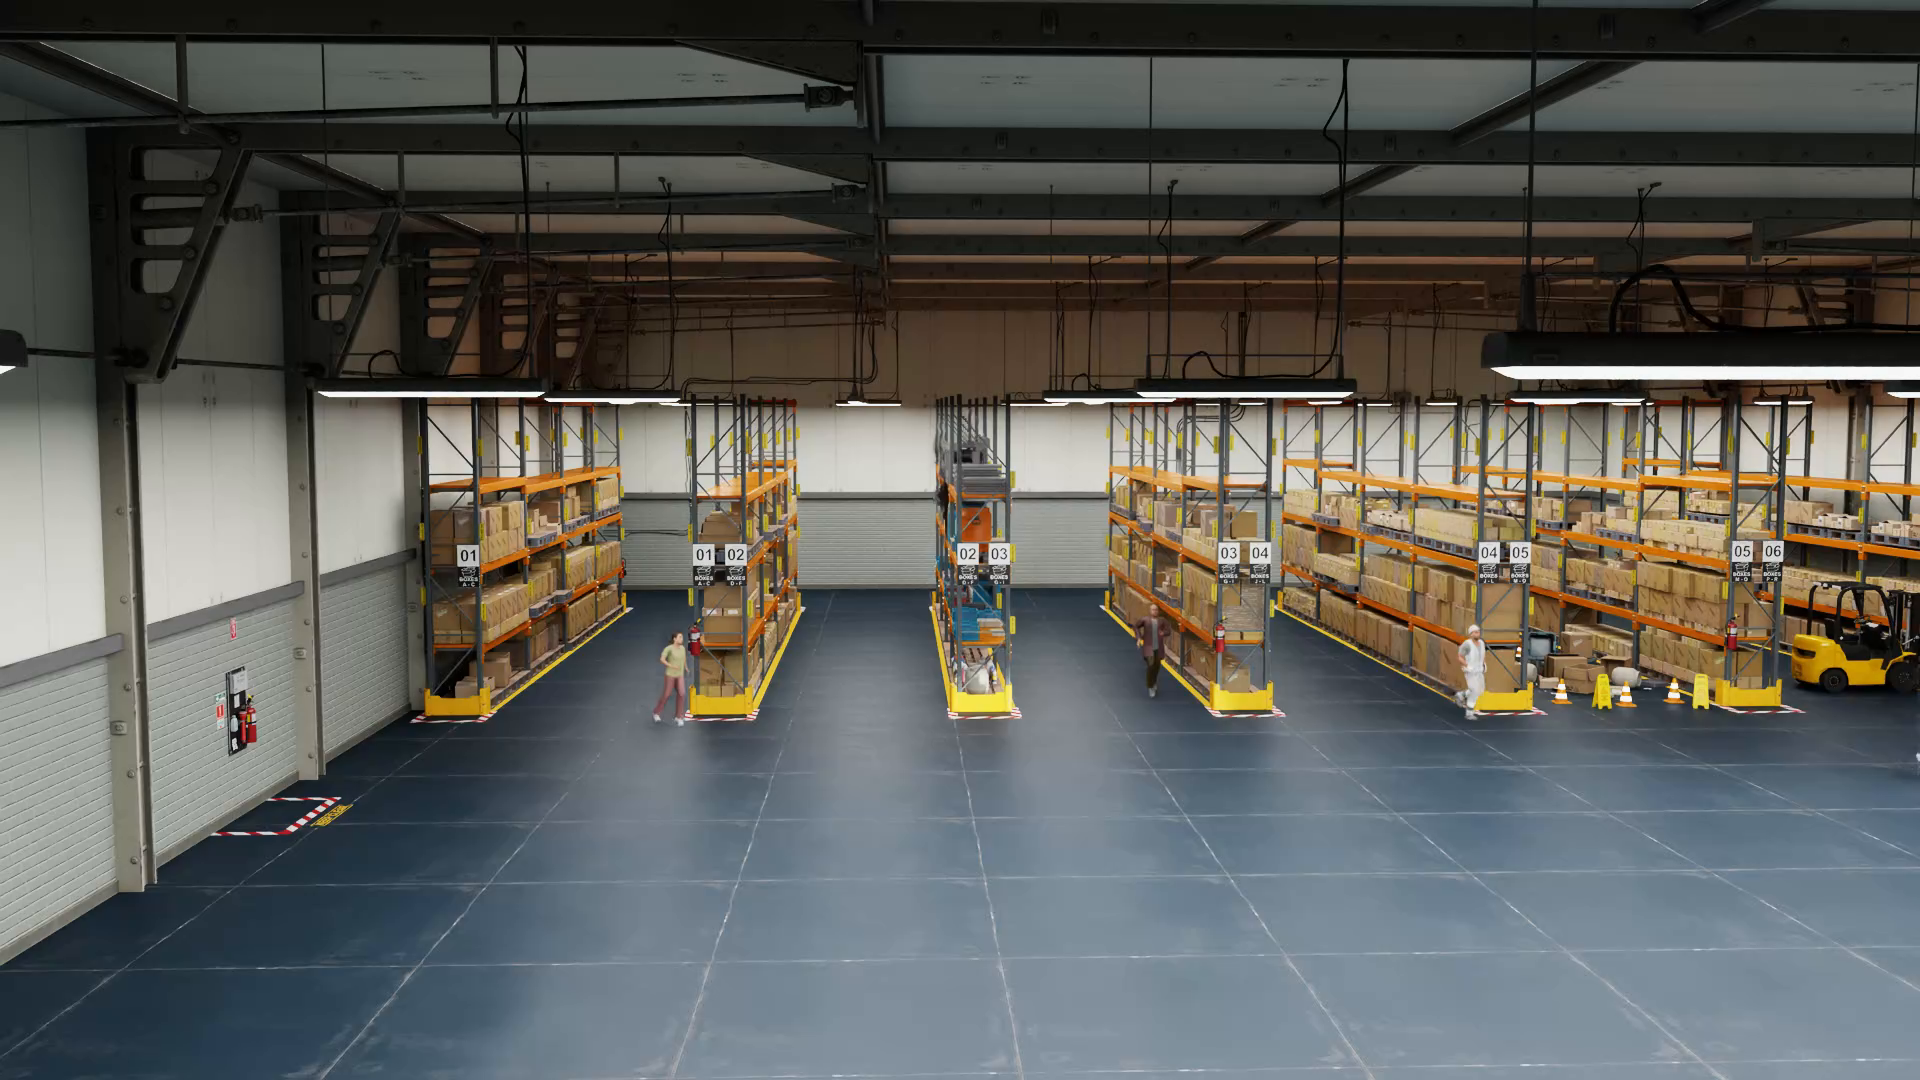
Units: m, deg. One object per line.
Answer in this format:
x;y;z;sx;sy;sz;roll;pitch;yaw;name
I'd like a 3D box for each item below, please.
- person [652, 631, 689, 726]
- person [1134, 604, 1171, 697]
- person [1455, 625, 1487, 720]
-5.180;2.495;30.328;0.635;1.678;0.849;-4;6;-44;person
3.879;2.206;33.399;0.672;1.847;0.855;-1;5;-10;person
9.454;2.433;30.795;0.676;1.757;0.674;-2;5;-28;person
